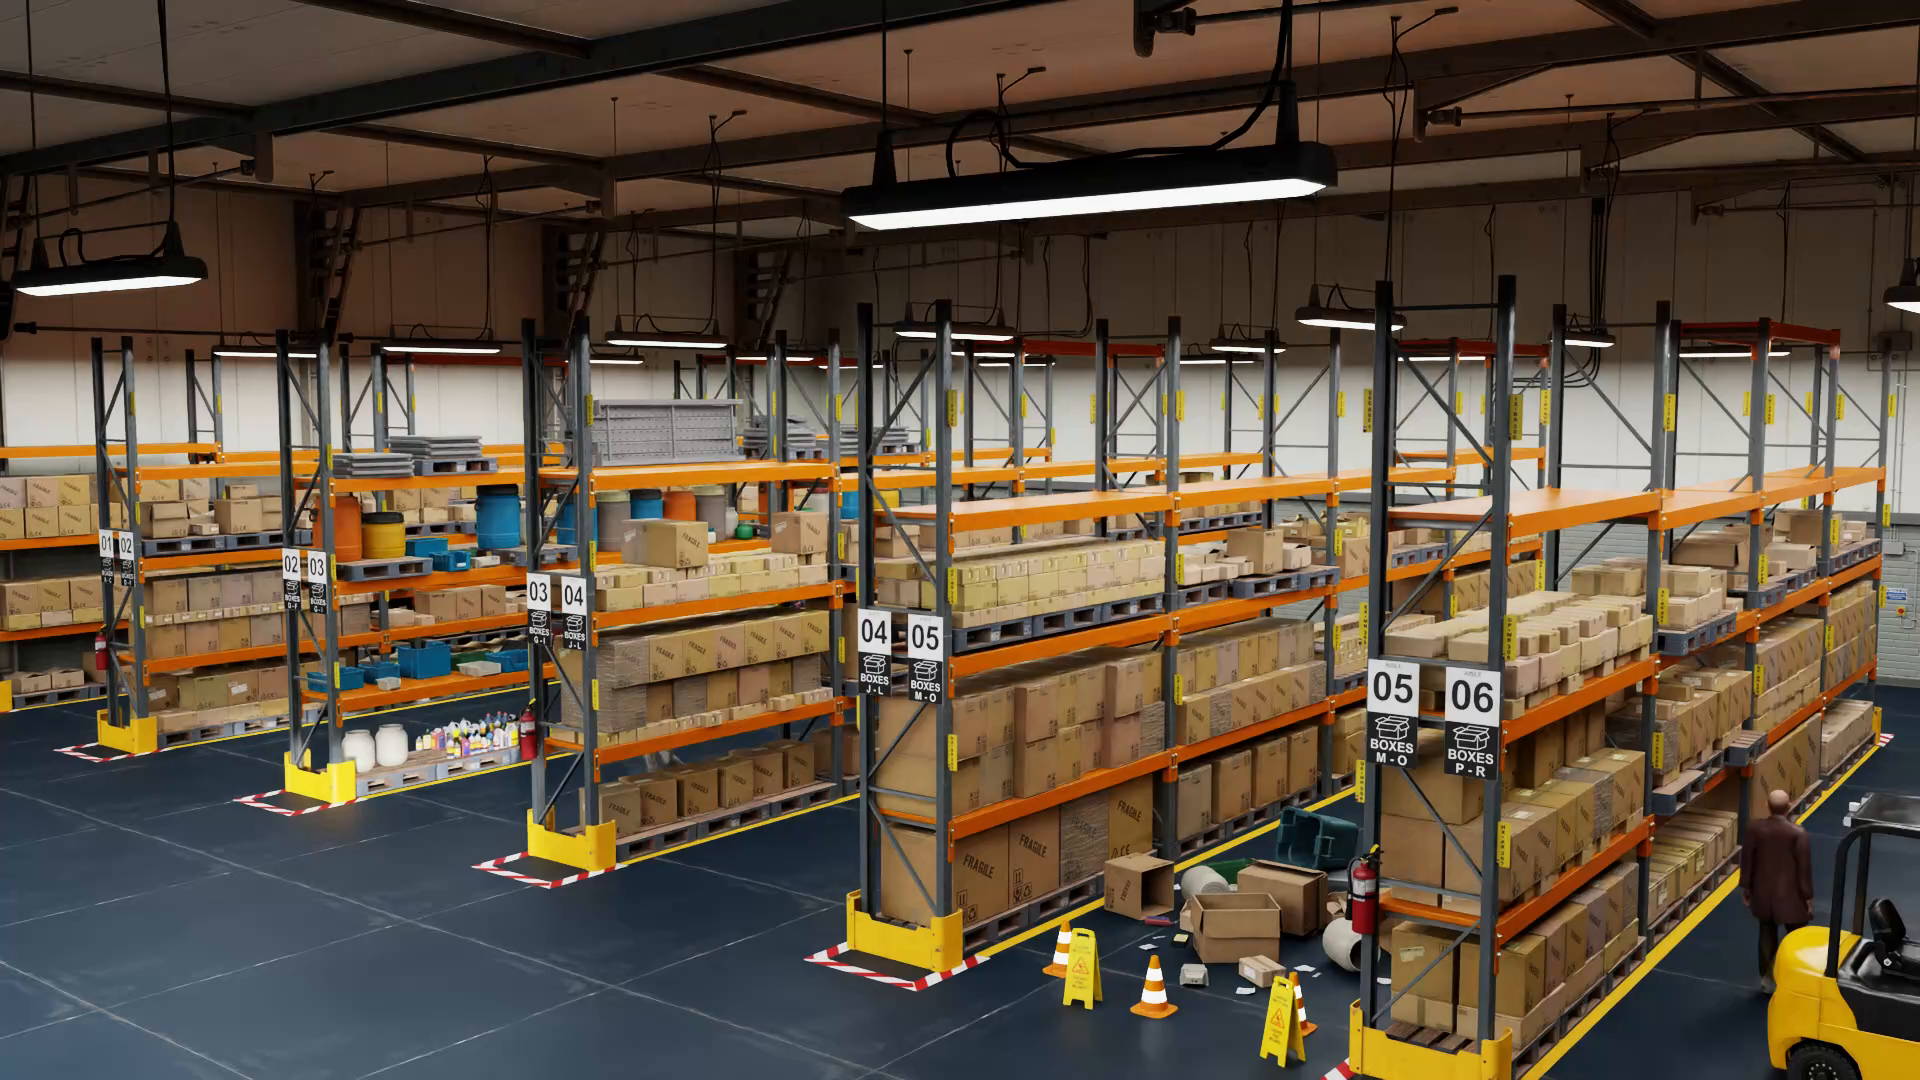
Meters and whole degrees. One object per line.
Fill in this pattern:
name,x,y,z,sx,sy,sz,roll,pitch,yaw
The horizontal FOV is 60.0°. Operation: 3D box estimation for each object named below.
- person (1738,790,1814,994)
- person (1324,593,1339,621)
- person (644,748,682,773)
person,7.024,3.039,14.322,0.608,1.776,0.619,-5,7,-43
person,7.595,1.422,33.852,0.600,1.590,0.423,2,5,24
person,-3.860,2.425,21.603,0.635,1.744,0.666,2,5,20
